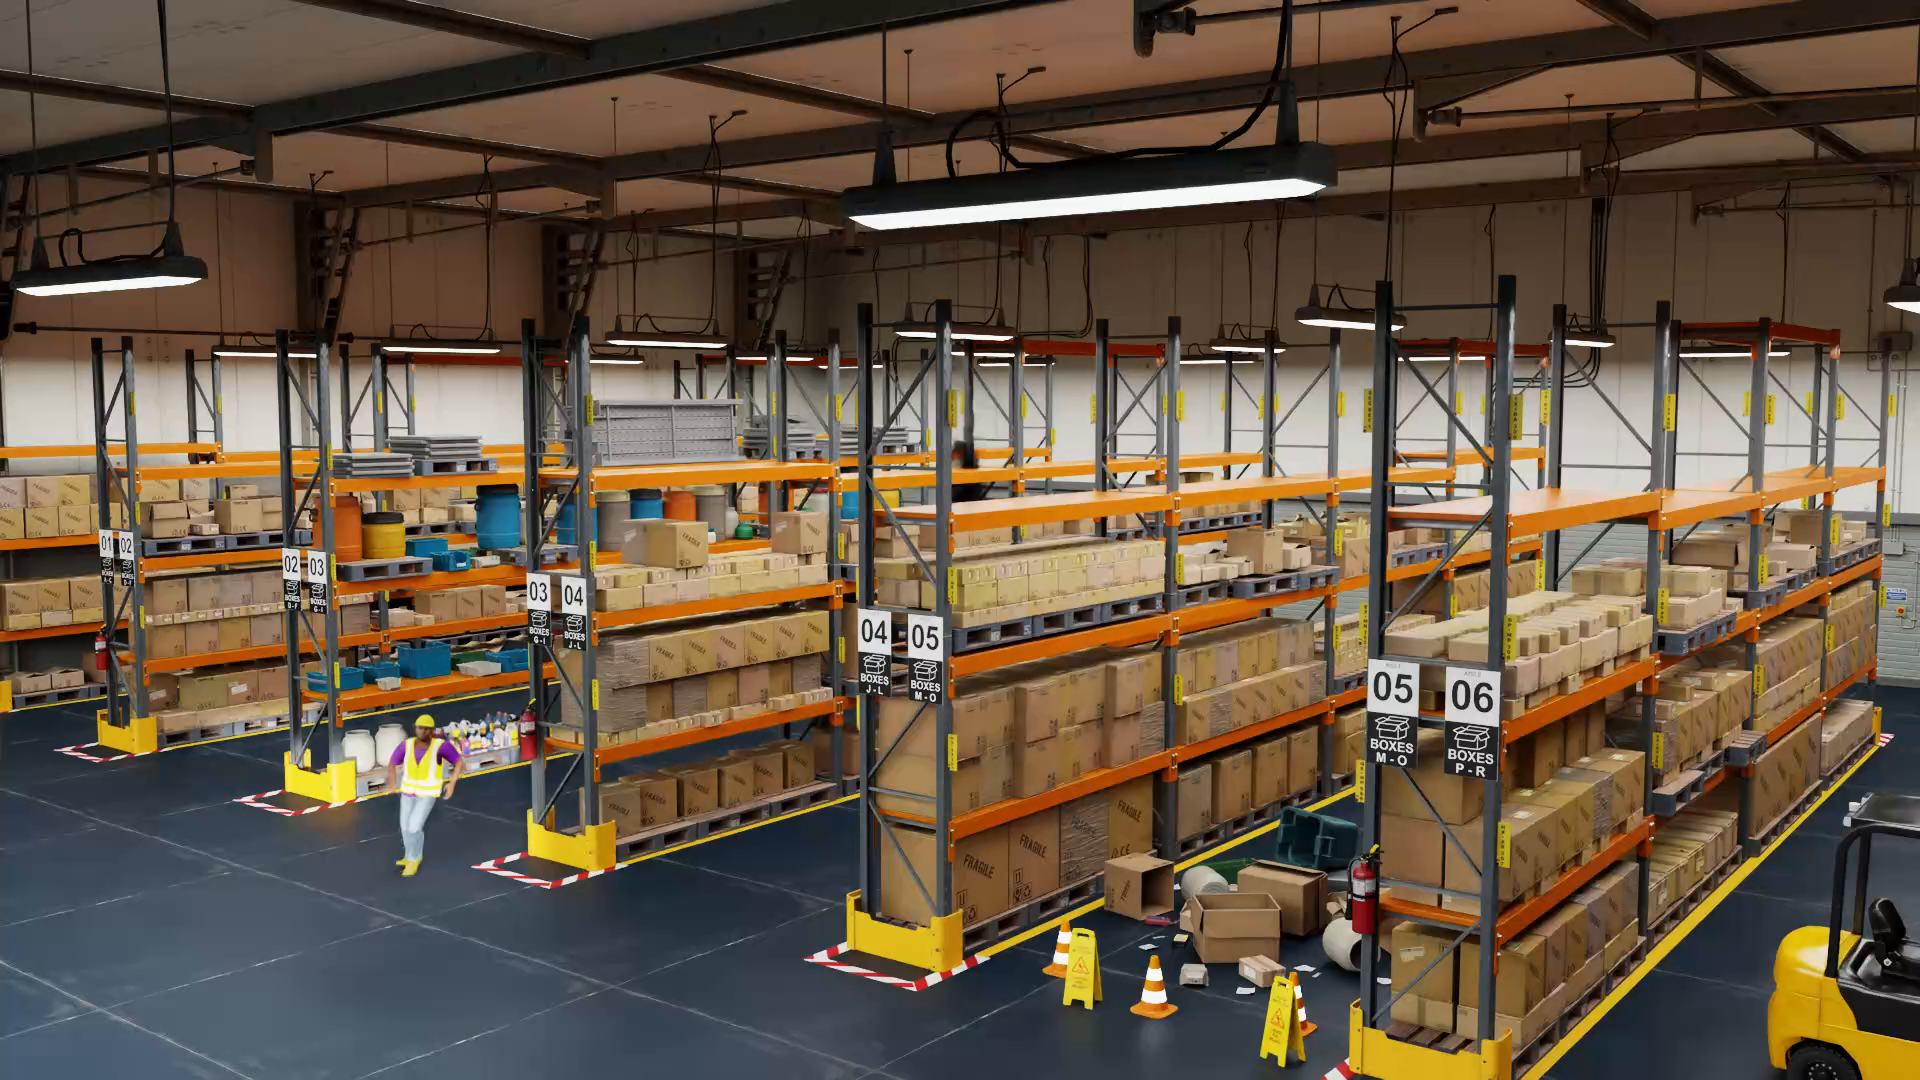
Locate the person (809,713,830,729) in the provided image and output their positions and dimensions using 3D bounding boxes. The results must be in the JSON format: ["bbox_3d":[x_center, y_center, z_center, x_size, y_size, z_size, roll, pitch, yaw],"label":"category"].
[{"bbox_3d":[-1.915,2.217,23.885,0.699,1.737,0.757,3,6,27],"label":"person"}]

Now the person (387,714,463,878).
[{"bbox_3d":[-5.814,2.751,17.945,0.765,1.758,0.653,1,5,6],"label":"person"}]
